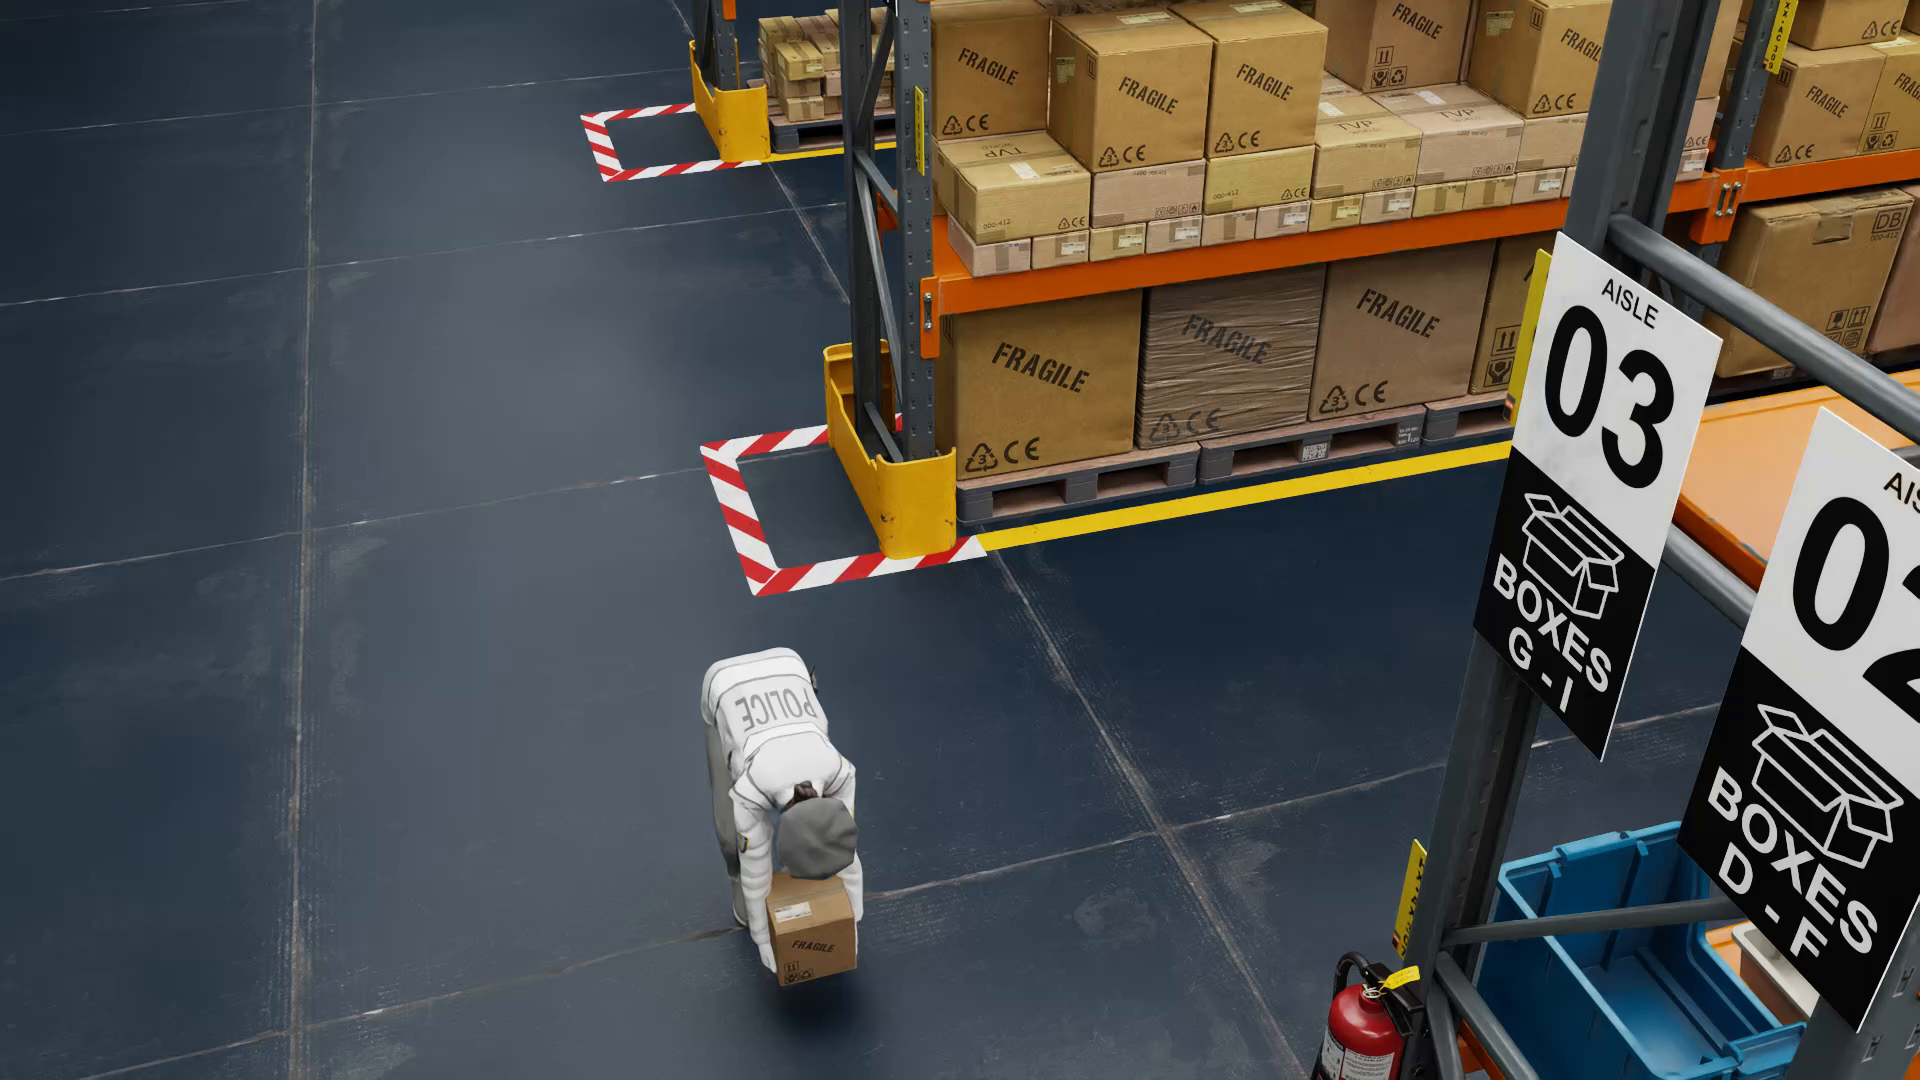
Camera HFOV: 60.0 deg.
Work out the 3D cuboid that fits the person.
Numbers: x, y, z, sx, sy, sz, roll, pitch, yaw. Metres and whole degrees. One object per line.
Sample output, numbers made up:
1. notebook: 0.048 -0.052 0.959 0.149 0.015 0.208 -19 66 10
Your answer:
1. person: -0.551 0.932 5.365 0.436 0.994 0.912 -12 36 -17
